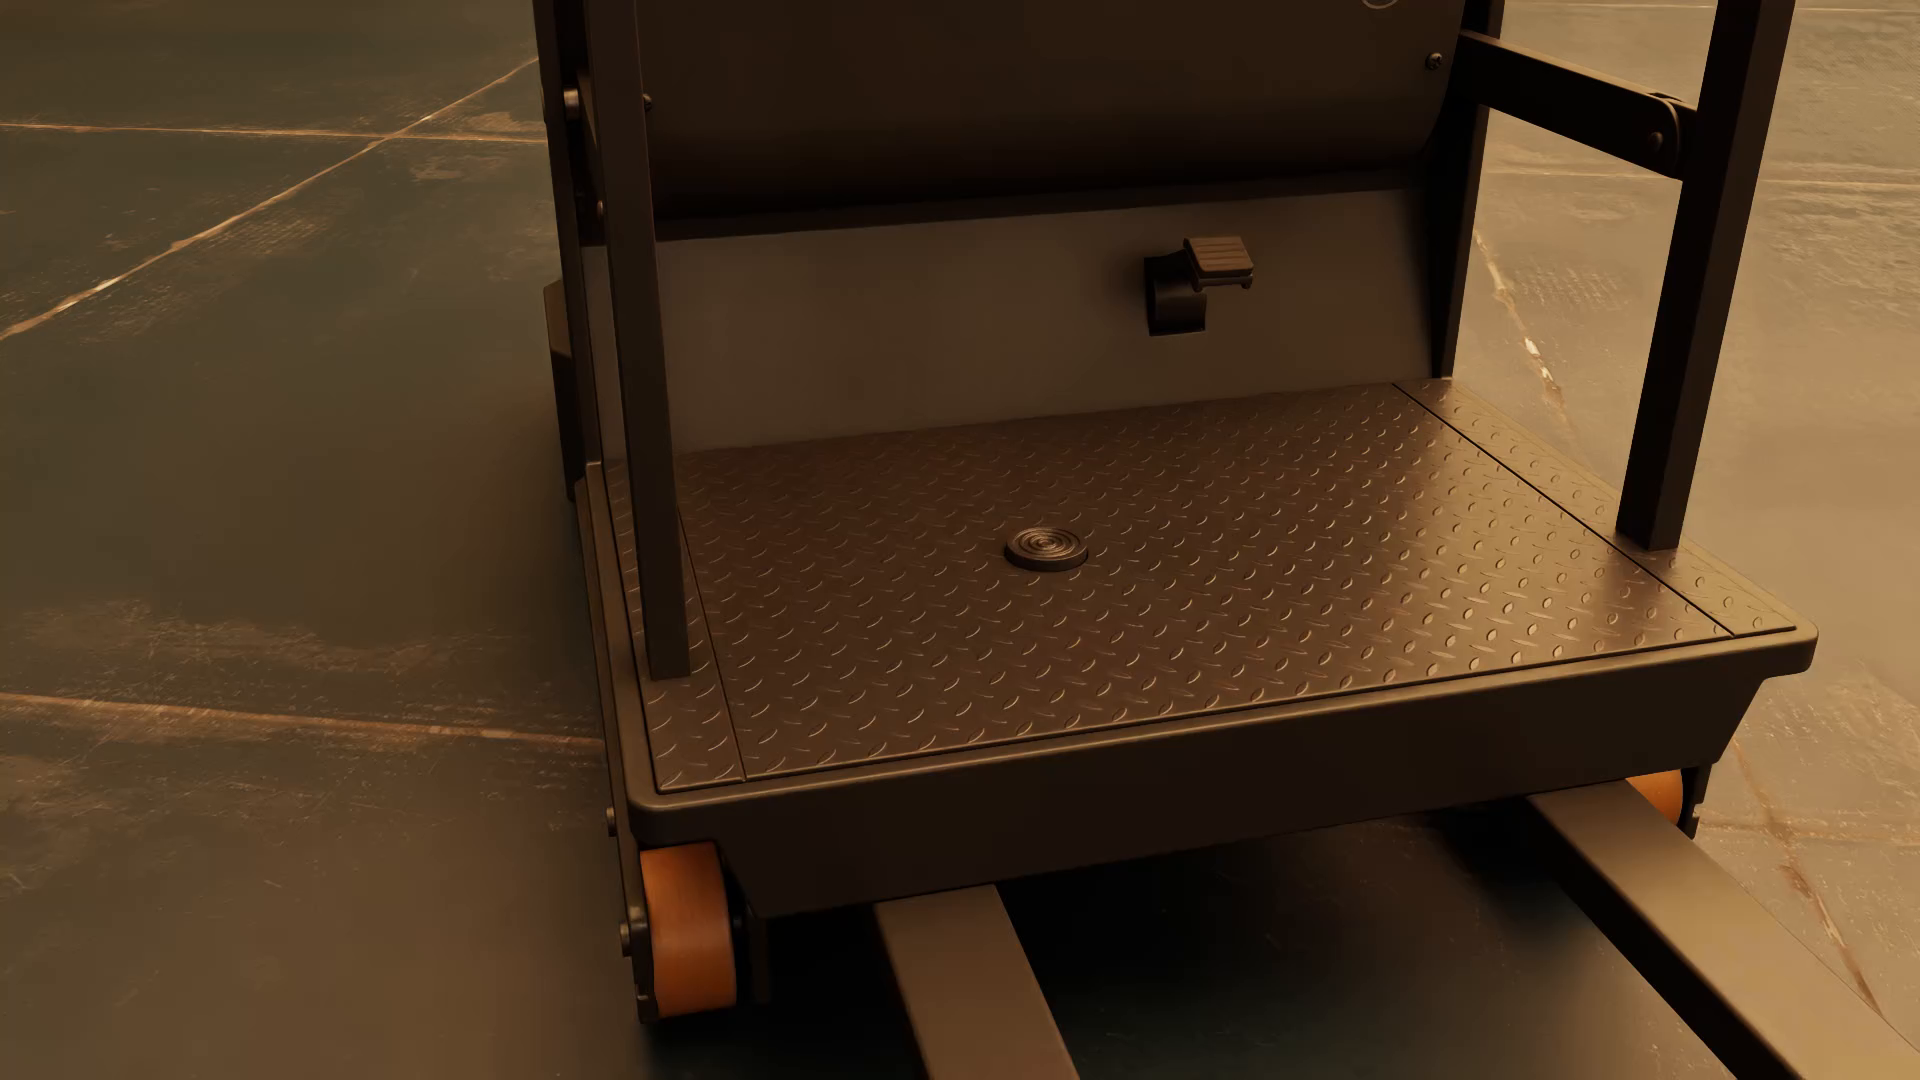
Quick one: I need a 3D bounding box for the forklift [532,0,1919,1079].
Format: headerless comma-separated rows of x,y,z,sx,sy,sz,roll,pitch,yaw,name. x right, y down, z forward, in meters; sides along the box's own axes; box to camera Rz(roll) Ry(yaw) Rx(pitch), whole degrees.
0.153,-1.049,1.319,1.130,2.935,3.031,-7,27,-13,forklift
